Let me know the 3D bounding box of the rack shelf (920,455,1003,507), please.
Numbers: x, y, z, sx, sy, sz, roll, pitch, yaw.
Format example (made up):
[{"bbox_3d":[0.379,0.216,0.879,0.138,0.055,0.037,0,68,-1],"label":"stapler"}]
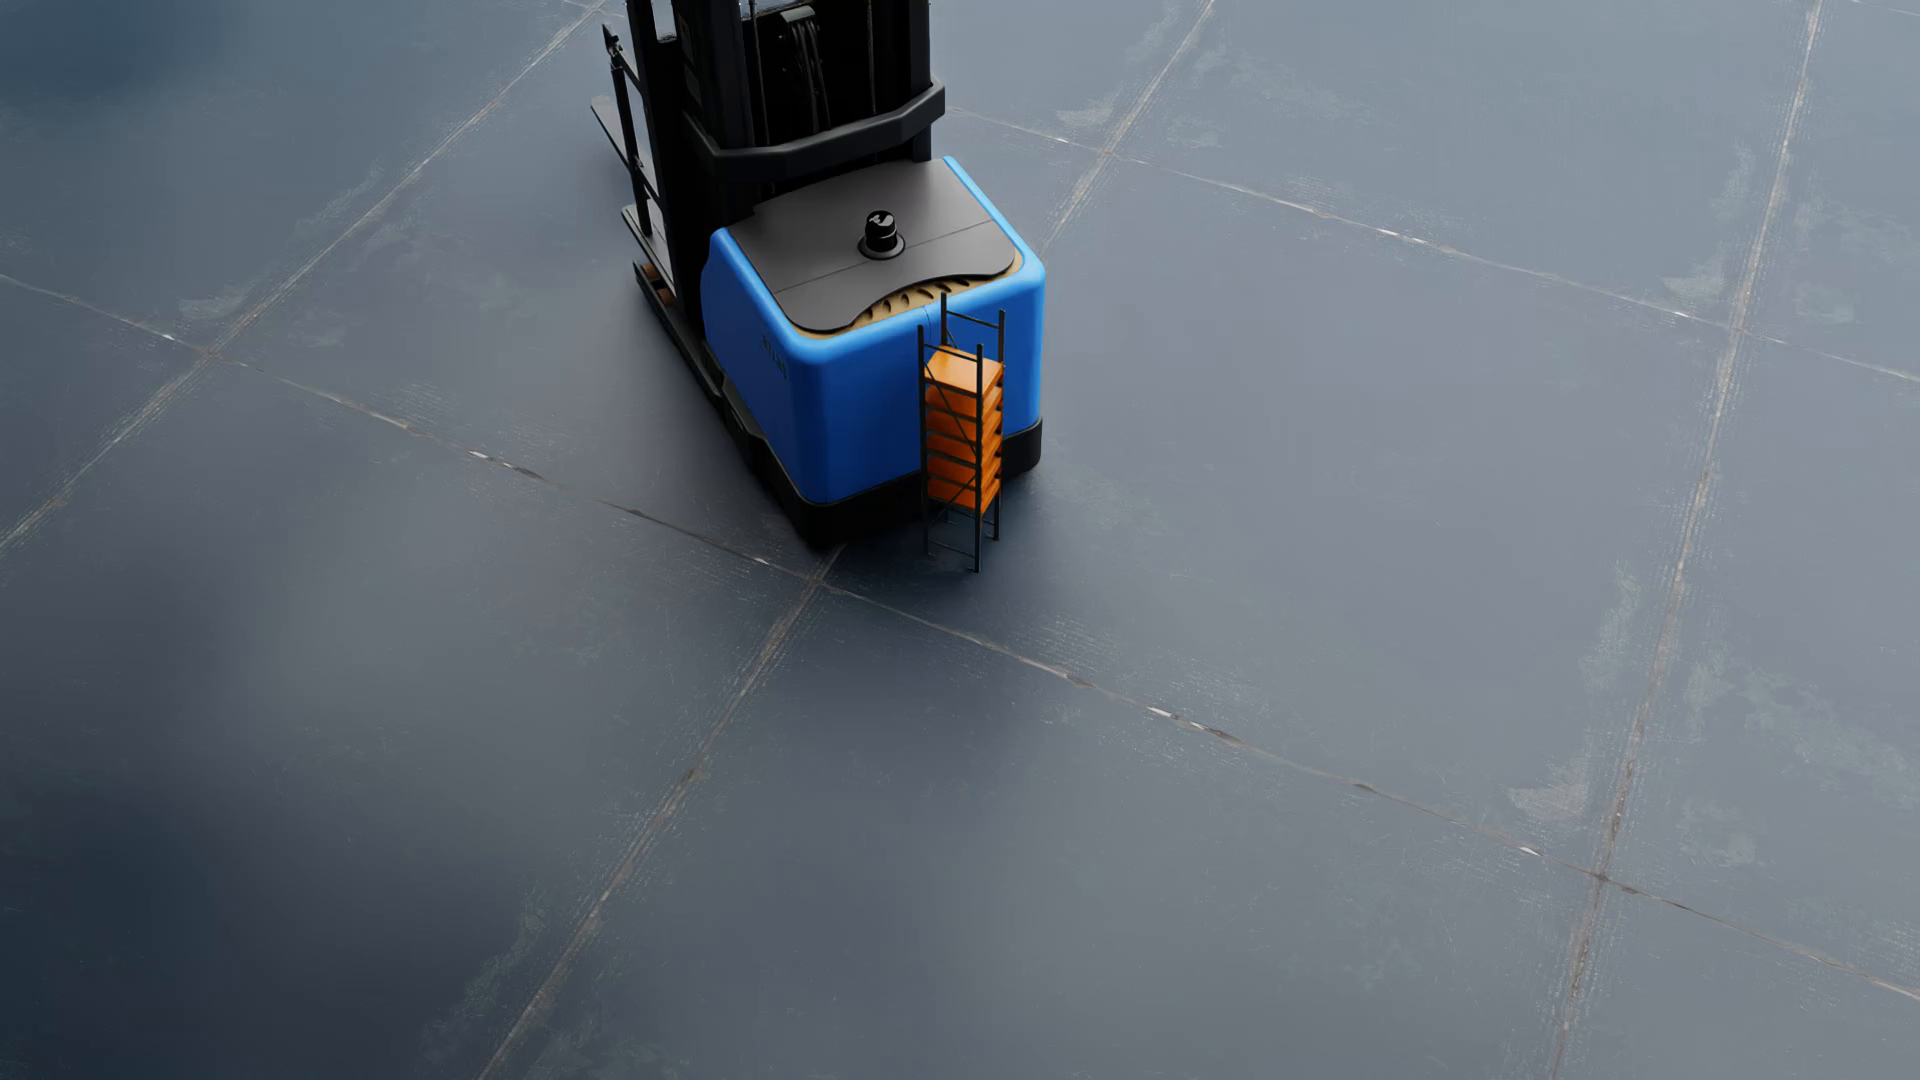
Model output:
[{"bbox_3d":[0.005,-0.257,6.212,0.258,0.103,0.180,19,52,16],"label":"rack shelf"}]

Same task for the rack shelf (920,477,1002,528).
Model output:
[{"bbox_3d":[0.005,-0.179,6.303,0.258,0.103,0.180,19,52,16],"label":"rack shelf"}]

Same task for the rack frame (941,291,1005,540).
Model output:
[{"bbox_3d":[0.044,-0.427,6.141,0.240,1.200,0.006,19,52,16],"label":"rack frame"}]

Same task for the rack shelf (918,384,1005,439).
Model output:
[{"bbox_3d":[0.005,-0.490,5.938,0.258,0.103,0.180,19,52,16],"label":"rack shelf"}]

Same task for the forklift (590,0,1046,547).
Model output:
[{"bbox_3d":[-0.801,-2.053,6.388,1.130,2.935,3.031,-22,53,-17],"label":"forklift"}]

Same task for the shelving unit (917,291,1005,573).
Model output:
[{"bbox_3d":[0.005,-0.364,6.087,0.258,1.200,0.189,19,52,16],"label":"shelving unit"}]

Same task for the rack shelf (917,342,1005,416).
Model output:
[{"bbox_3d":[0.005,-0.568,5.846,0.258,0.103,0.180,19,52,16],"label":"rack shelf"}]

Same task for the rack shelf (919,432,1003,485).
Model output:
[{"bbox_3d":[0.005,-0.335,6.121,0.258,0.103,0.180,19,52,16],"label":"rack shelf"}]

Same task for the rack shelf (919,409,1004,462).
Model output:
[{"bbox_3d":[0.005,-0.413,6.029,0.258,0.103,0.180,19,52,16],"label":"rack shelf"}]

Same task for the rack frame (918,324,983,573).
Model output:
[{"bbox_3d":[-0.033,-0.300,6.033,0.240,1.200,0.006,19,52,16],"label":"rack frame"}]
